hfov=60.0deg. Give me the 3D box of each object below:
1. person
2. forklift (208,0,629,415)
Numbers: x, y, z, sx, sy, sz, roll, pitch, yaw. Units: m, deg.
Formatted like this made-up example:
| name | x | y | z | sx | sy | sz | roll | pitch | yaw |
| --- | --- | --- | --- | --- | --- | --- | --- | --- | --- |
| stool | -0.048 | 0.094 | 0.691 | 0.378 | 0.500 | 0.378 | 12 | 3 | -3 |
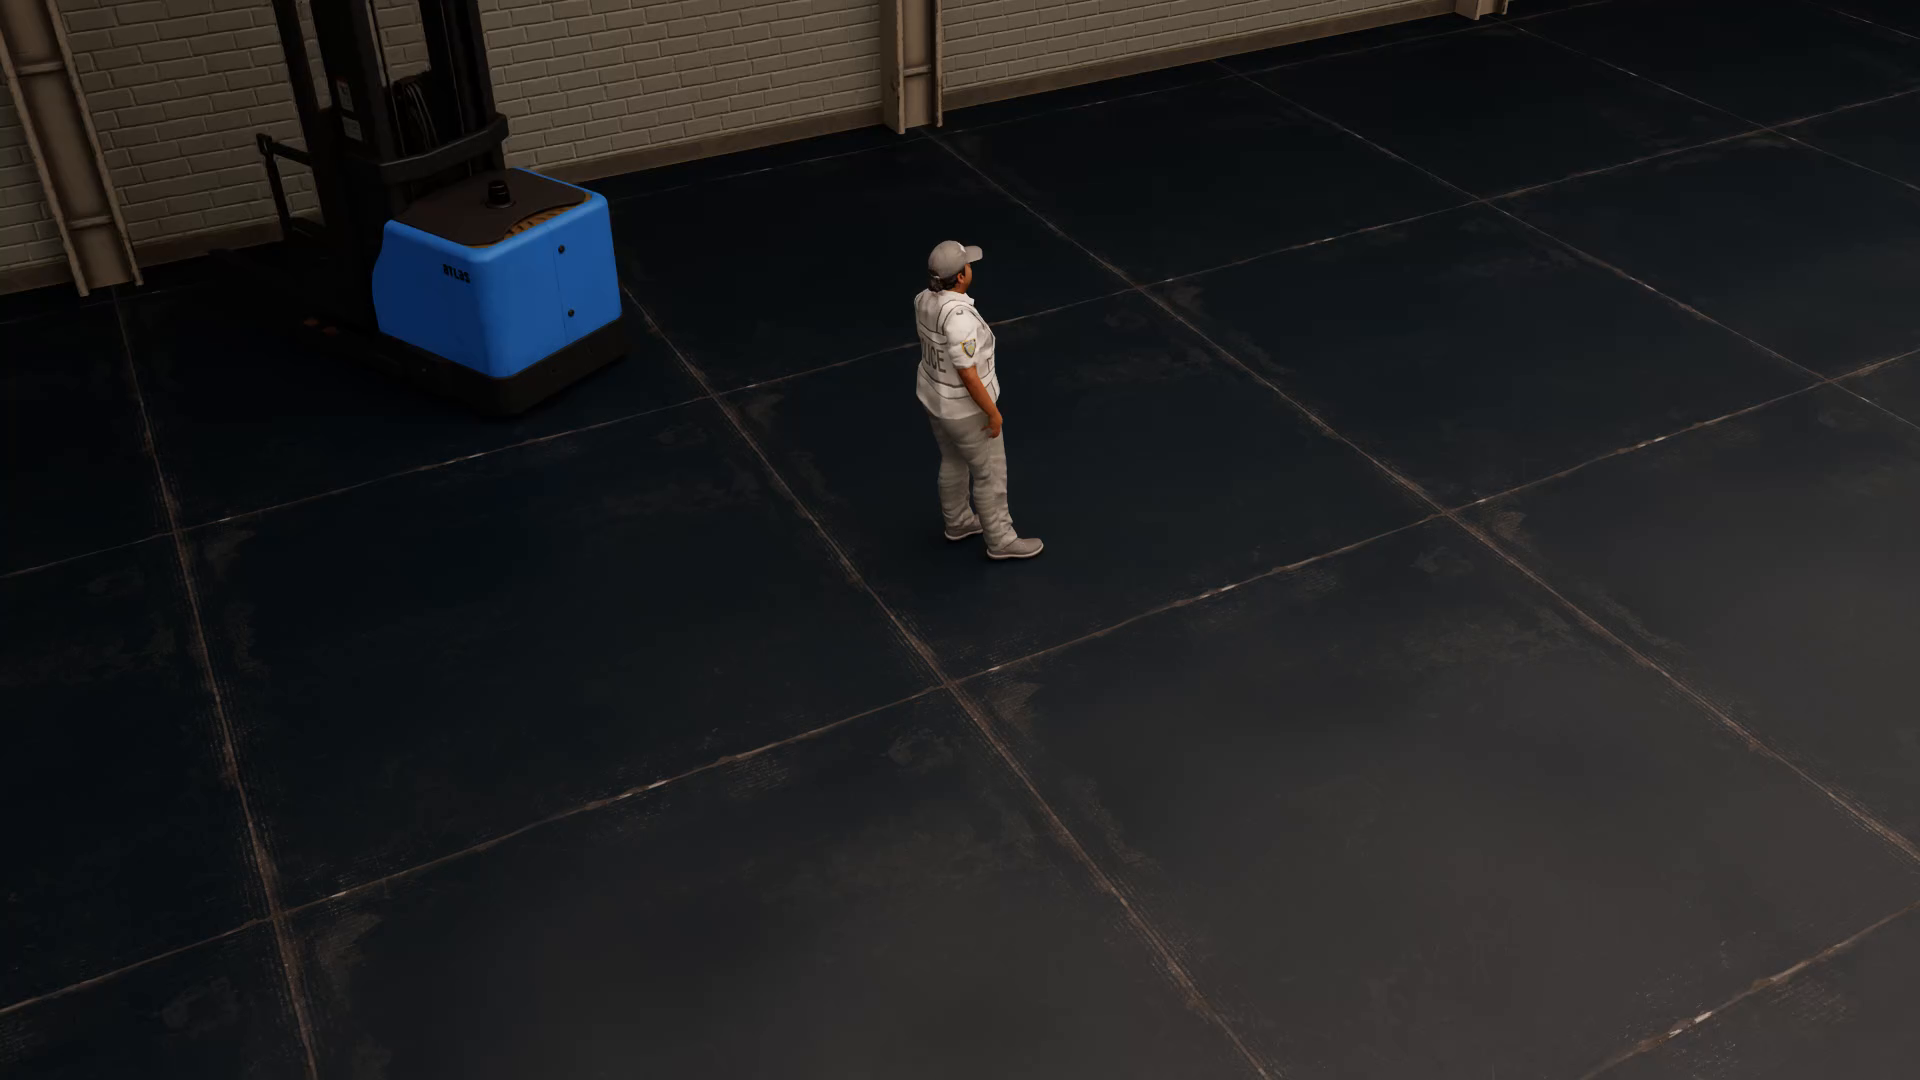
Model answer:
| name | x | y | z | sx | sy | sz | roll | pitch | yaw |
| --- | --- | --- | --- | --- | --- | --- | --- | --- | --- |
| person | 0.078 | -0.696 | 8.189 | 0.529 | 1.670 | 0.598 | -17 | 39 | -23 |
| forklift | -3.529 | -2.576 | 9.767 | 3.031 | 2.935 | 1.130 | 22 | 41 | 28 |
